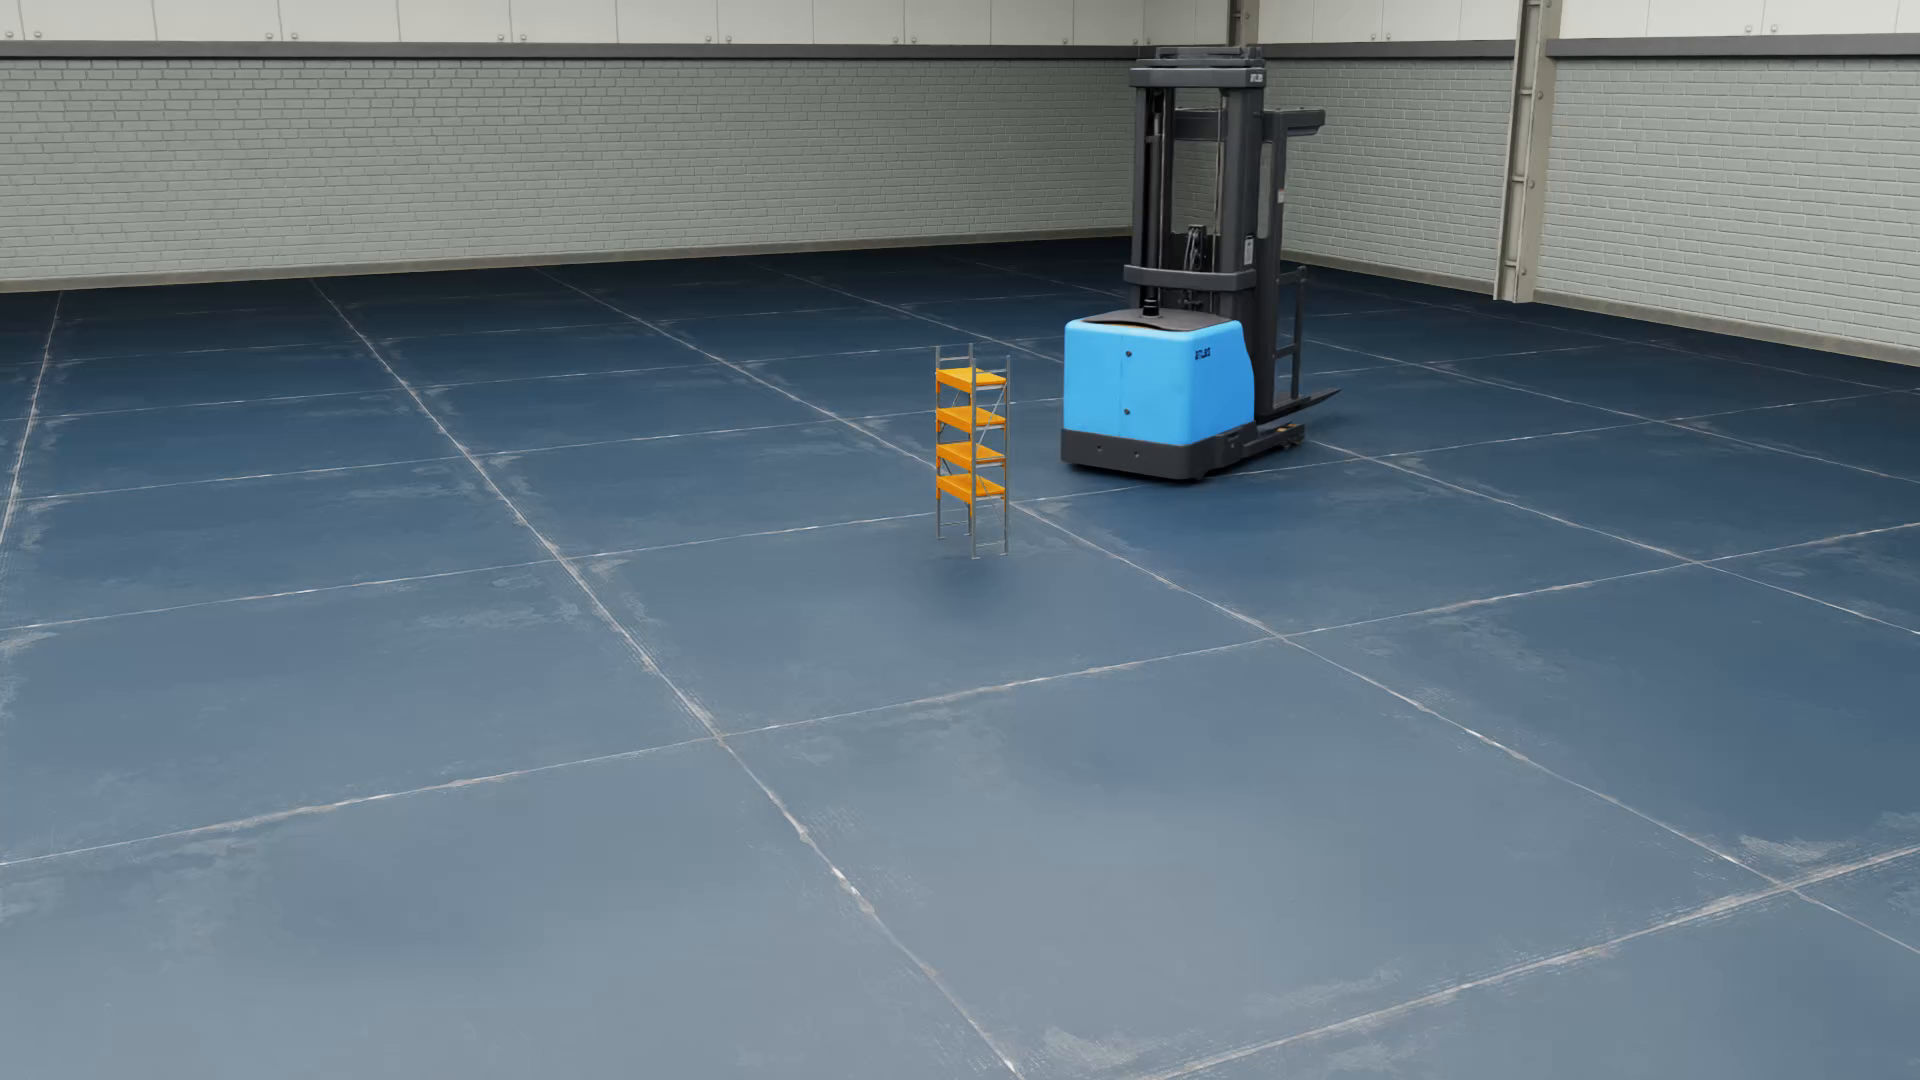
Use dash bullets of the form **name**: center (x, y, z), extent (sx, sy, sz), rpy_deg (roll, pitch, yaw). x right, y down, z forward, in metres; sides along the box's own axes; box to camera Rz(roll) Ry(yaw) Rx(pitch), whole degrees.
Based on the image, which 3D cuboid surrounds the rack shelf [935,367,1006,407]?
- **rack shelf**: center (0.073, -0.913, 9.834), extent (0.258, 0.148, 0.480), rpy_deg (-8, 18, -25)

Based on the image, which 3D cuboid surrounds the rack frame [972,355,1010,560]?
- **rack frame**: center (0.179, -0.475, 9.731), extent (0.240, 1.200, 0.015), rpy_deg (-8, 18, -25)

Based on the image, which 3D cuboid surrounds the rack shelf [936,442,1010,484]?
- **rack shelf**: center (0.073, -0.471, 9.961), extent (0.258, 0.148, 0.480), rpy_deg (-8, 18, -25)

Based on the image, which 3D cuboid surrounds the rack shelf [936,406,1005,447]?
- **rack shelf**: center (0.073, -0.686, 9.899), extent (0.258, 0.148, 0.480), rpy_deg (-8, 18, -25)

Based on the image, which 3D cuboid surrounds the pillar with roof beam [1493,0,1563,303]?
- **pillar with roof beam**: center (2.982, -6.771, 17.530), extent (9.100, 9.000, 0.400), rpy_deg (-8, 18, -25)

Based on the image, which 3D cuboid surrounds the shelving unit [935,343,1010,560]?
- **shelving unit**: center (0.073, -0.536, 9.942), extent (0.258, 1.200, 0.503), rpy_deg (-8, 18, -25)

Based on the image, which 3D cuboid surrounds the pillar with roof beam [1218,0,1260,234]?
- **pillar with roof beam**: center (0.353, -8.258, 22.714), extent (9.100, 9.000, 0.400), rpy_deg (-8, 18, -25)

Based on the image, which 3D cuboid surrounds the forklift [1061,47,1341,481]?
- **forklift**: center (2.001, -2.166, 12.485), extent (1.130, 2.935, 3.031), rpy_deg (11, 20, 34)

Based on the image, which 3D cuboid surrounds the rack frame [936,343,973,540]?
- **rack frame**: center (-0.034, -0.596, 10.153), extent (0.240, 1.200, 0.015), rpy_deg (-8, 18, -25)

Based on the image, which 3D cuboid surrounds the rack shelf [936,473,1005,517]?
- **rack shelf**: center (0.073, -0.280, 10.015), extent (0.258, 0.148, 0.480), rpy_deg (-8, 18, -25)
